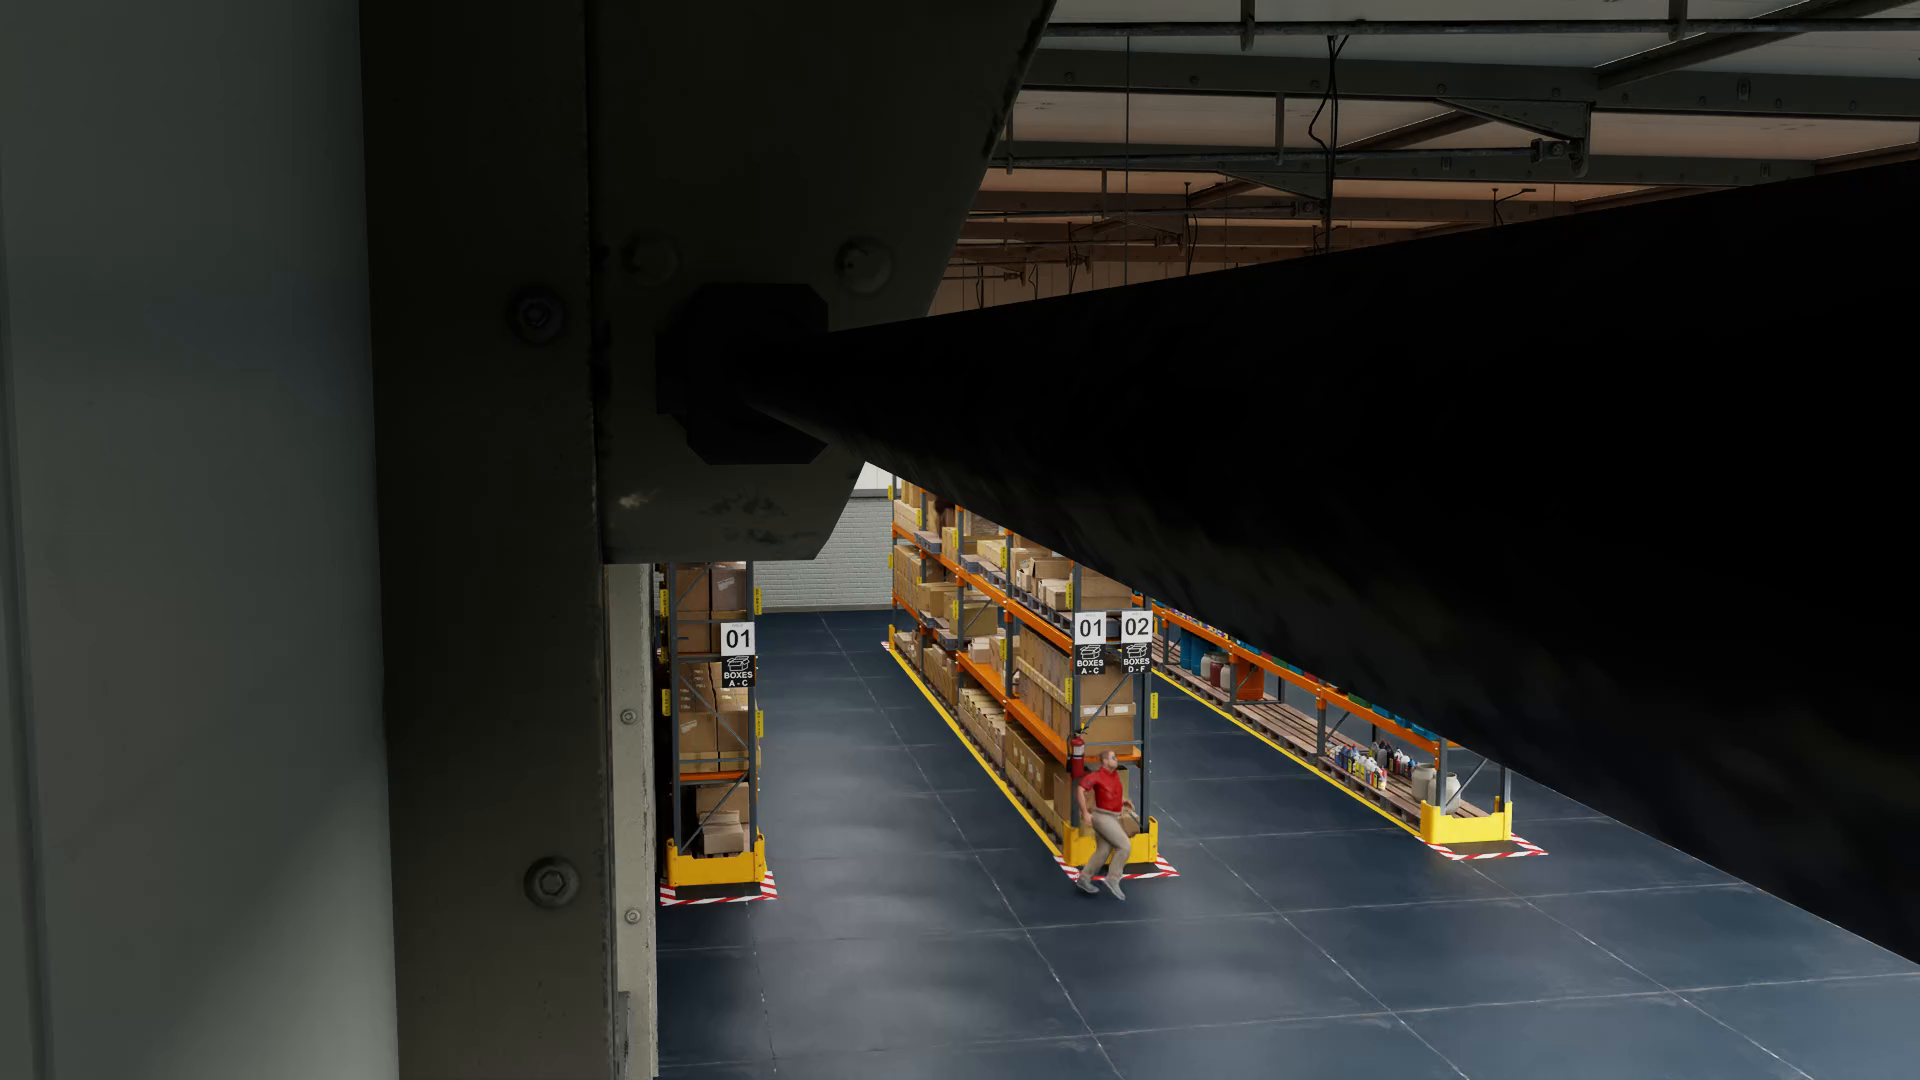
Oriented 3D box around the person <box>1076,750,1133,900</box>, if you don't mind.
[{"bbox_3d":[1.762,3.352,19.783,0.685,1.698,0.660,3,7,23],"label":"person"}]
